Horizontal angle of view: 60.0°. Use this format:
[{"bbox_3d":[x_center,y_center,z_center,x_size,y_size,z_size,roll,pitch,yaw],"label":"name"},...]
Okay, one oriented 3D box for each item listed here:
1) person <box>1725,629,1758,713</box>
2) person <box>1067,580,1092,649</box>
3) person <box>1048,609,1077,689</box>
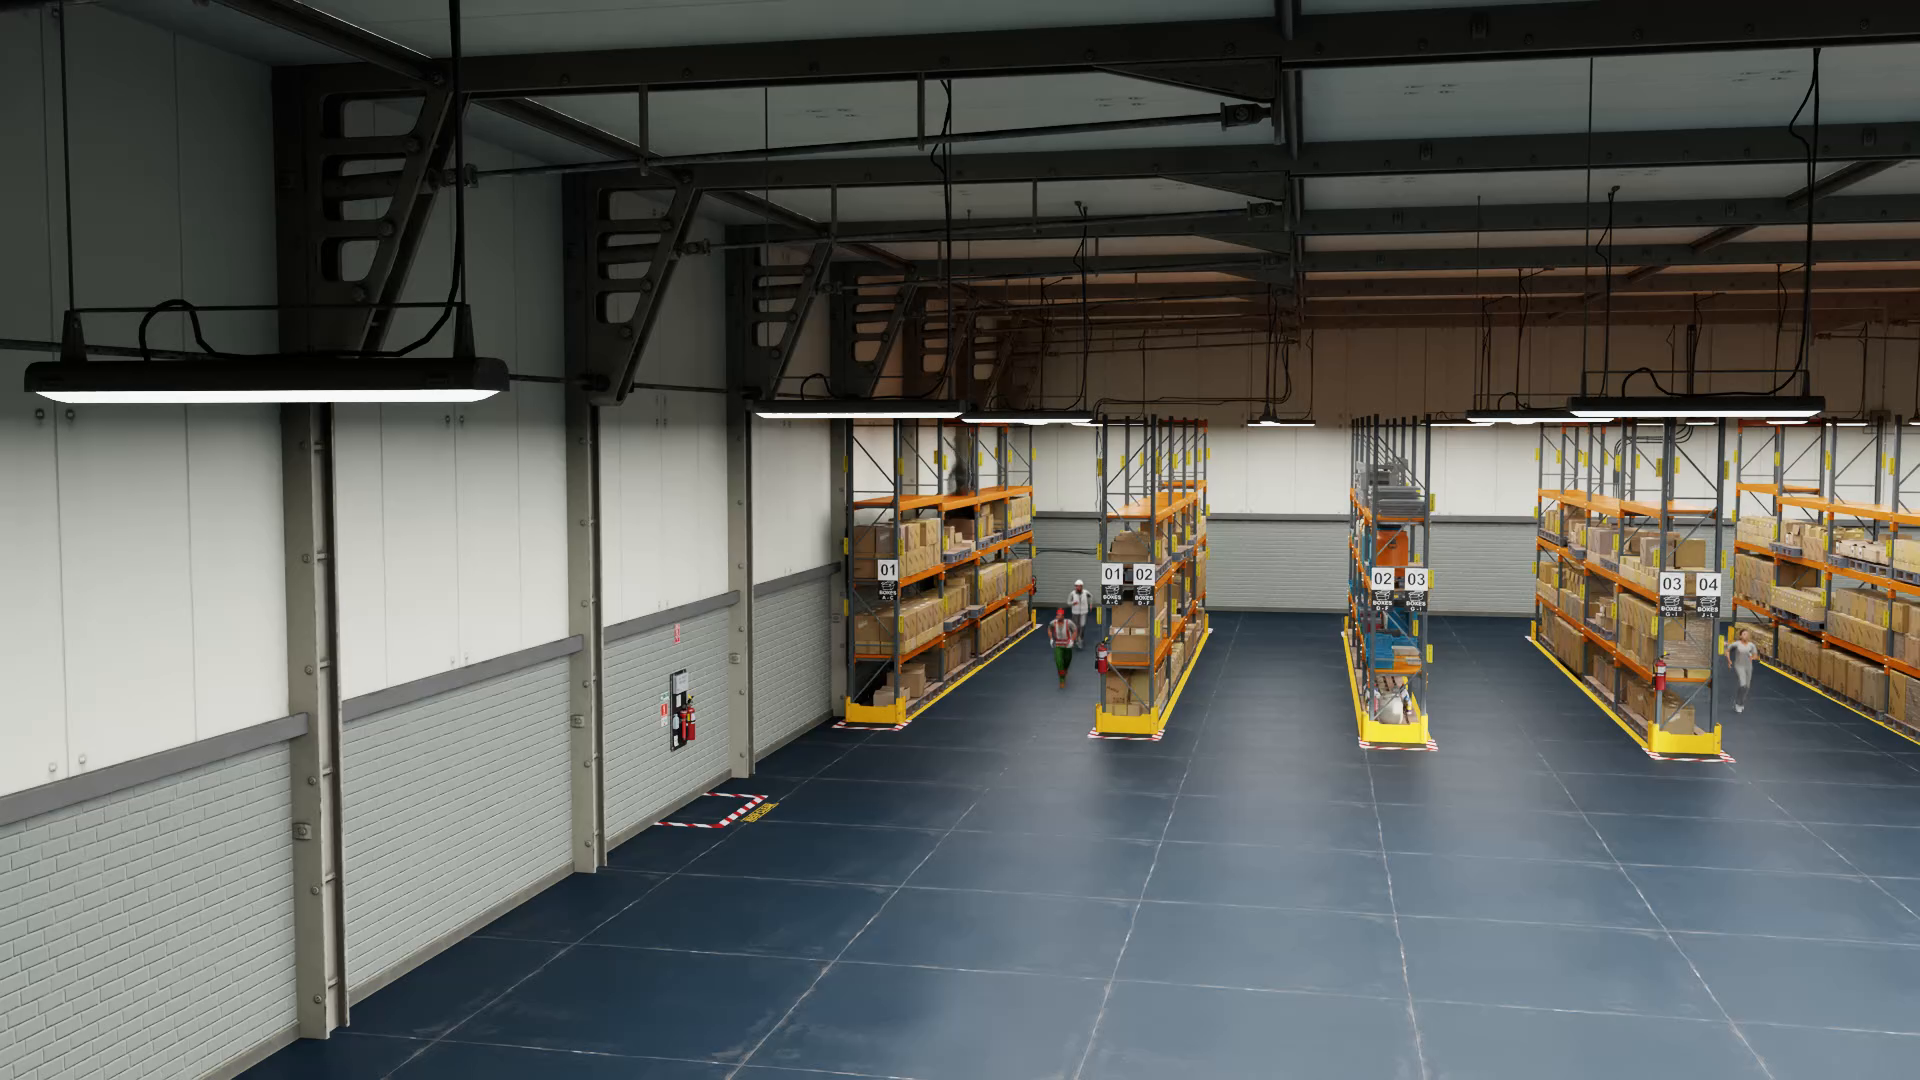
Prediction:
[{"bbox_3d":[15.864,2.645,33.701,0.536,1.694,0.708,0,4,2],"label":"person"},{"bbox_3d":[3.138,1.945,43.632,0.678,1.812,0.851,0,4,3],"label":"person"},{"bbox_3d":[2.290,2.390,37.121,0.659,1.773,1.043,0,4,7],"label":"person"}]
